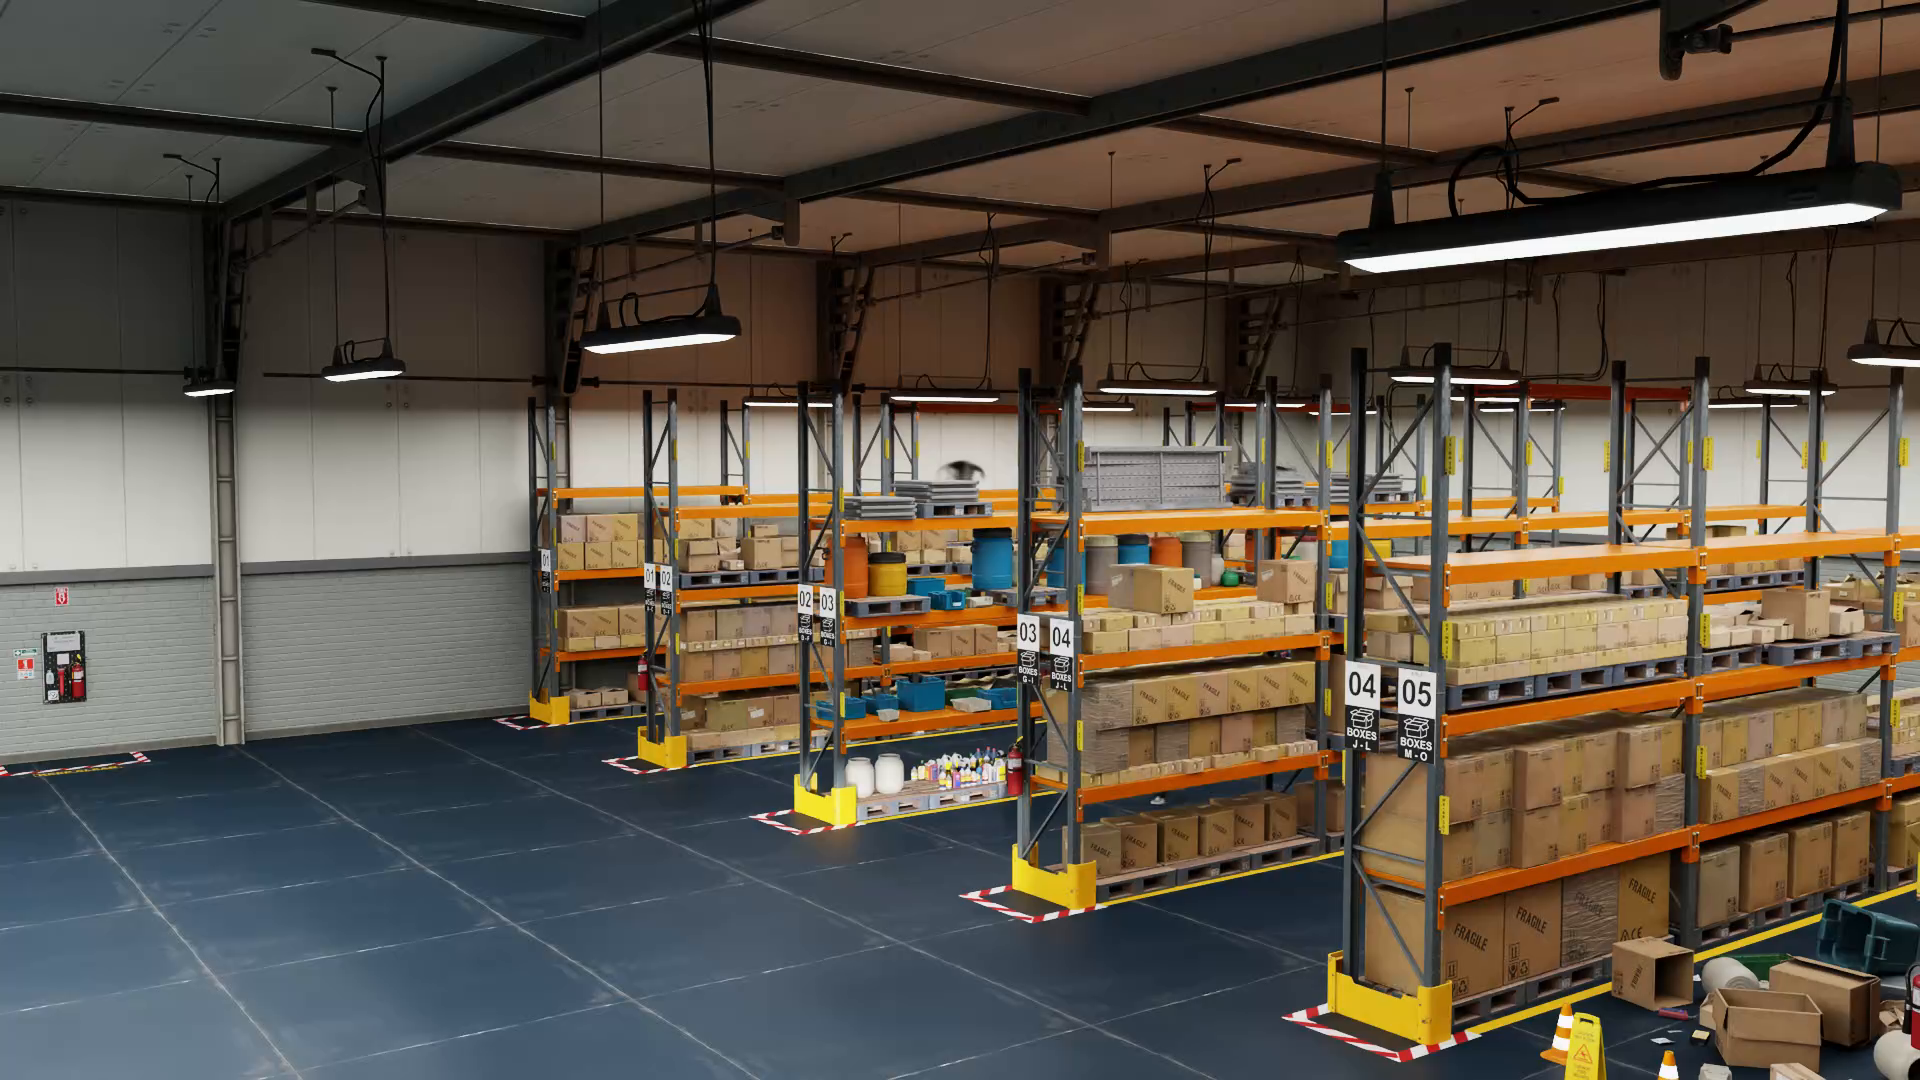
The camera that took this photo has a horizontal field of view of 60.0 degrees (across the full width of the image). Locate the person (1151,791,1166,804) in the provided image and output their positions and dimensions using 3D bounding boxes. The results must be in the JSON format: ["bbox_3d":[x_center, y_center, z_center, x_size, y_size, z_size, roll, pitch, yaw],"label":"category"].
[{"bbox_3d":[2.843,2.981,23.739,0.512,1.563,0.655,-2,4,-26],"label":"person"}]

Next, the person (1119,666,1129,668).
[{"bbox_3d":[2.914,2.562,29.077,0.679,1.755,0.717,-2,4,-25],"label":"person"}]
